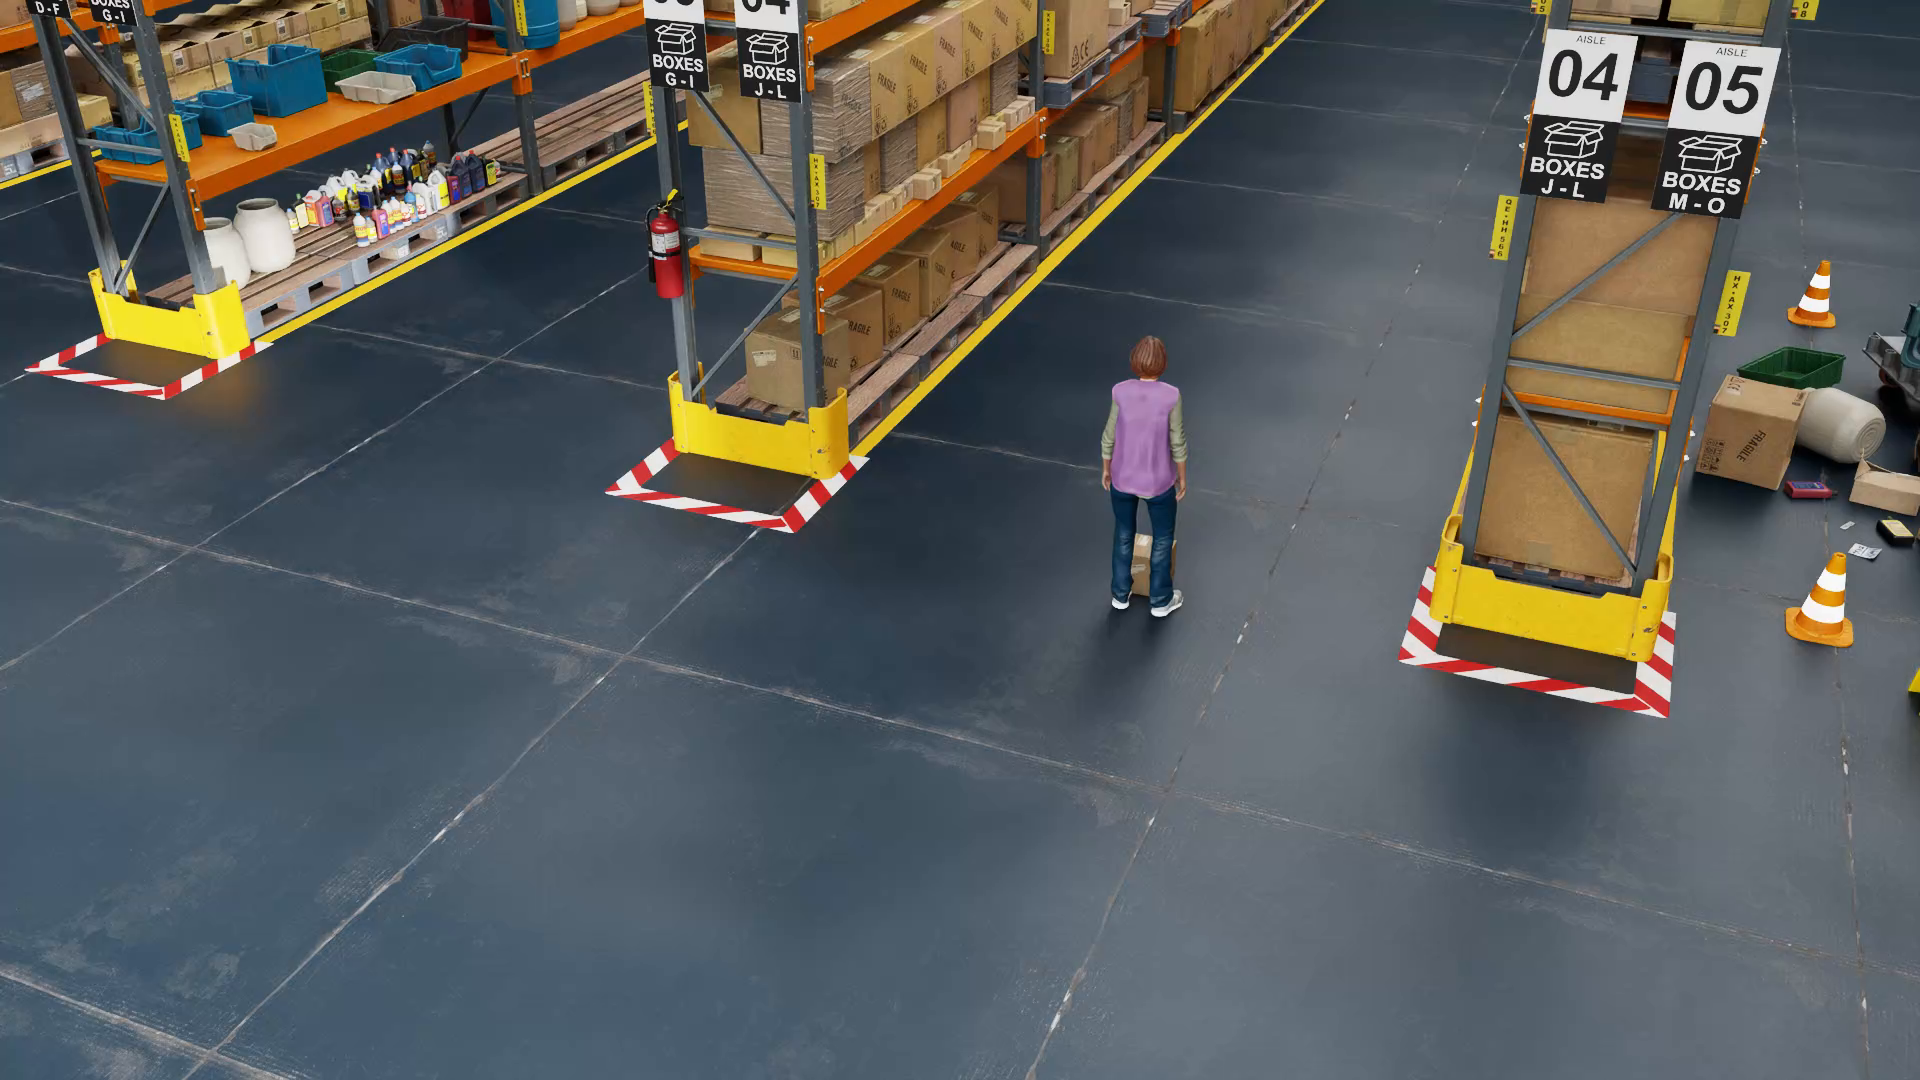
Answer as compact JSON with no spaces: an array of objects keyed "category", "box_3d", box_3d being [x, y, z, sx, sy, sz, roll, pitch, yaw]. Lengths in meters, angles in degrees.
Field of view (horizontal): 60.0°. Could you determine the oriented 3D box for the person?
[{"category":"person","box_3d":[0.993,-0.324,8.957,0.485,1.593,0.344,10,31,16]}]
